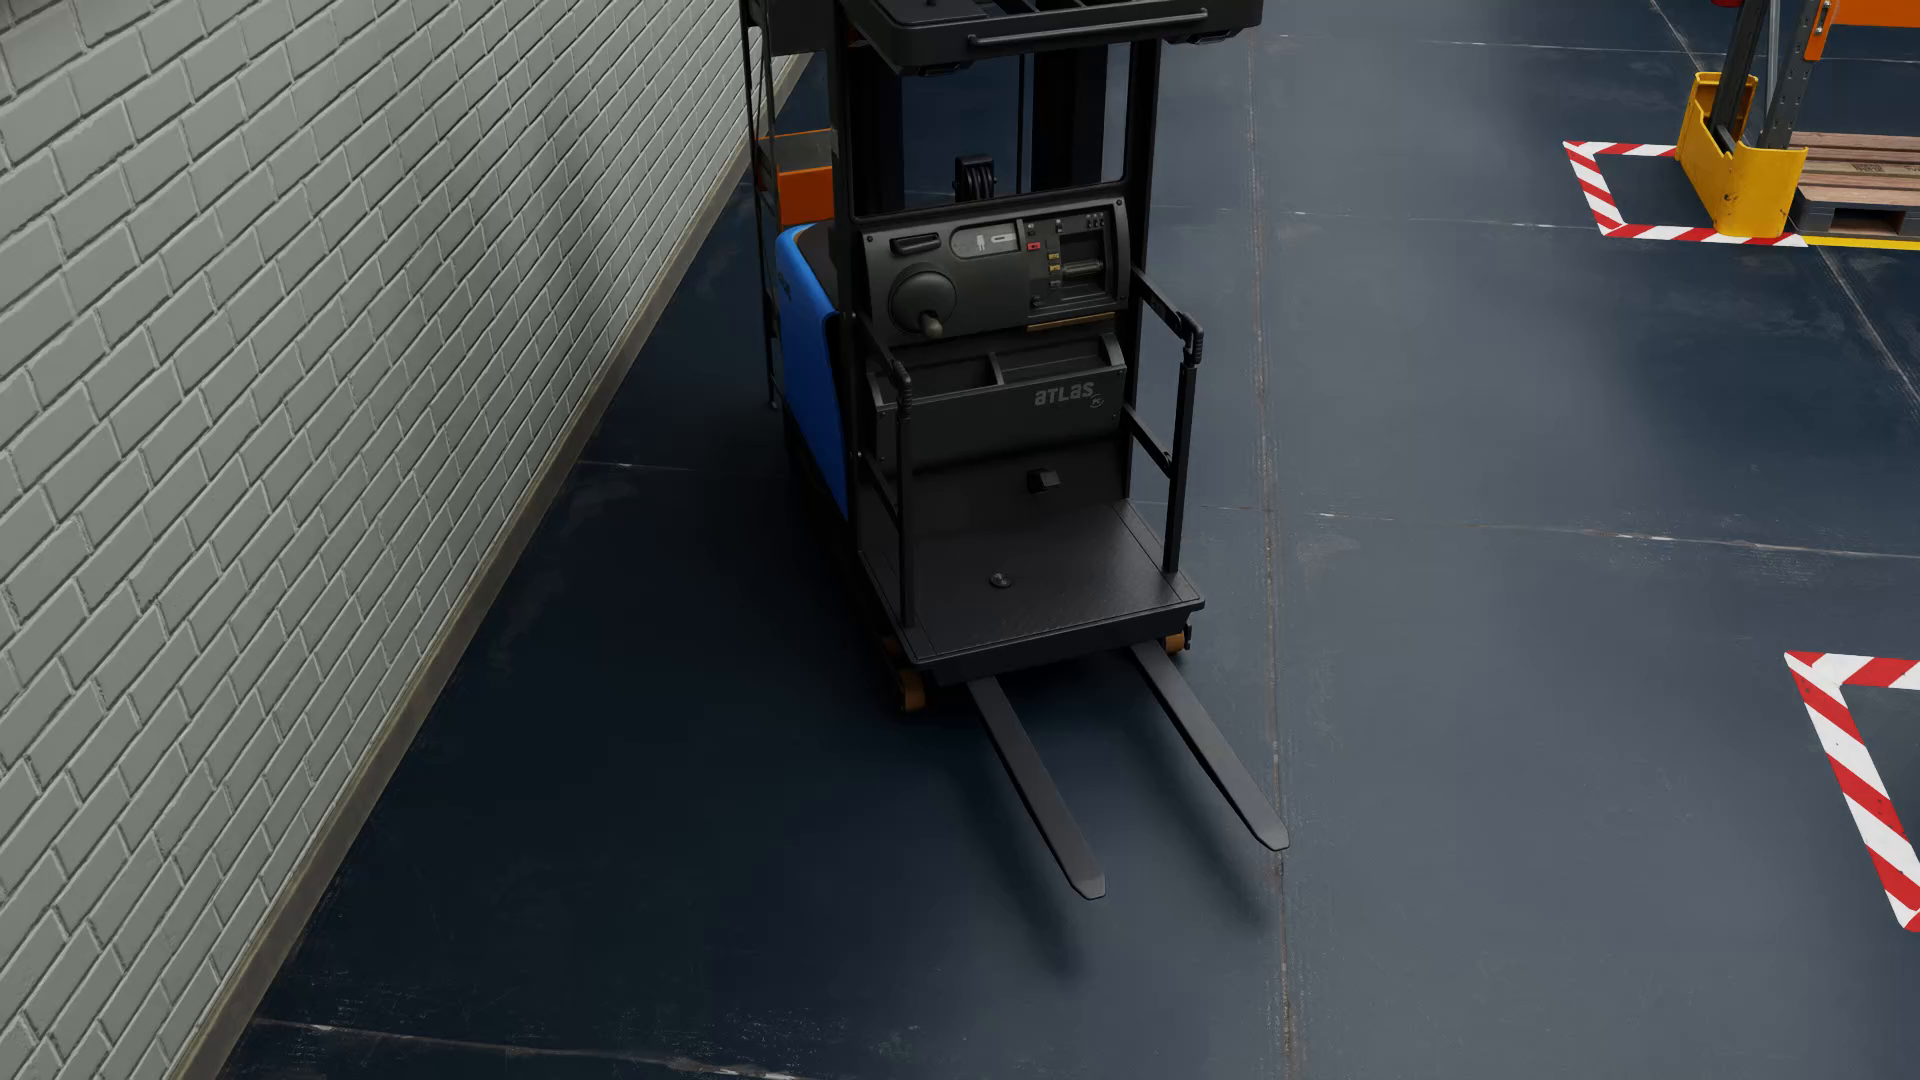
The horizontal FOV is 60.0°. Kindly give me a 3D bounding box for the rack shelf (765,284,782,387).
[{"bbox_3d":[-0.572,-0.856,7.370,0.480,0.518,0.431,-12,37,-16],"label":"rack shelf"}]

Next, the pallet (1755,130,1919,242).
[{"bbox_3d":[5.224,-1.992,9.359,1.213,0.211,1.003,4,36,6],"label":"pallet"}]

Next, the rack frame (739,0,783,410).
[{"bbox_3d":[-0.802,-1.388,6.888,0.015,2.100,0.400,-12,37,-16],"label":"rack frame"}]

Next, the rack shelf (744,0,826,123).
[{"bbox_3d":[-0.572,-1.995,6.557,0.480,0.518,0.431,-12,37,-16],"label":"rack shelf"}]

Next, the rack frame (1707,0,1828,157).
[{"bbox_3d":[4.411,-3.210,8.666,0.127,3.000,1.000,4,36,6],"label":"rack frame"}]

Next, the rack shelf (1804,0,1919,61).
[{"bbox_3d":[6.395,-2.770,8.668,4.000,0.370,1.077,4,36,6],"label":"rack shelf"}]

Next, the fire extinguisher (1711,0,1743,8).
[{"bbox_3d":[4.319,-3.300,9.179,0.183,0.674,0.296,4,36,6],"label":"fire extinguisher"}]

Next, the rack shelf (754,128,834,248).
[{"bbox_3d":[-0.572,-1.426,6.964,0.480,0.518,0.431,-12,37,-16],"label":"rack shelf"}]

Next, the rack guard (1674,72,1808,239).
[{"bbox_3d":[4.385,-2.187,9.384,0.348,0.500,1.175,4,36,6],"label":"rack guard"}]

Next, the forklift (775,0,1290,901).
[{"bbox_3d":[0.202,-0.849,5.417,1.130,2.935,3.031,-11,37,-15],"label":"forklift"}]

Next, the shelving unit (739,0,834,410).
[{"bbox_3d":[-0.572,-1.437,6.956,0.503,2.100,0.431,-12,37,-16],"label":"shelving unit"}]
